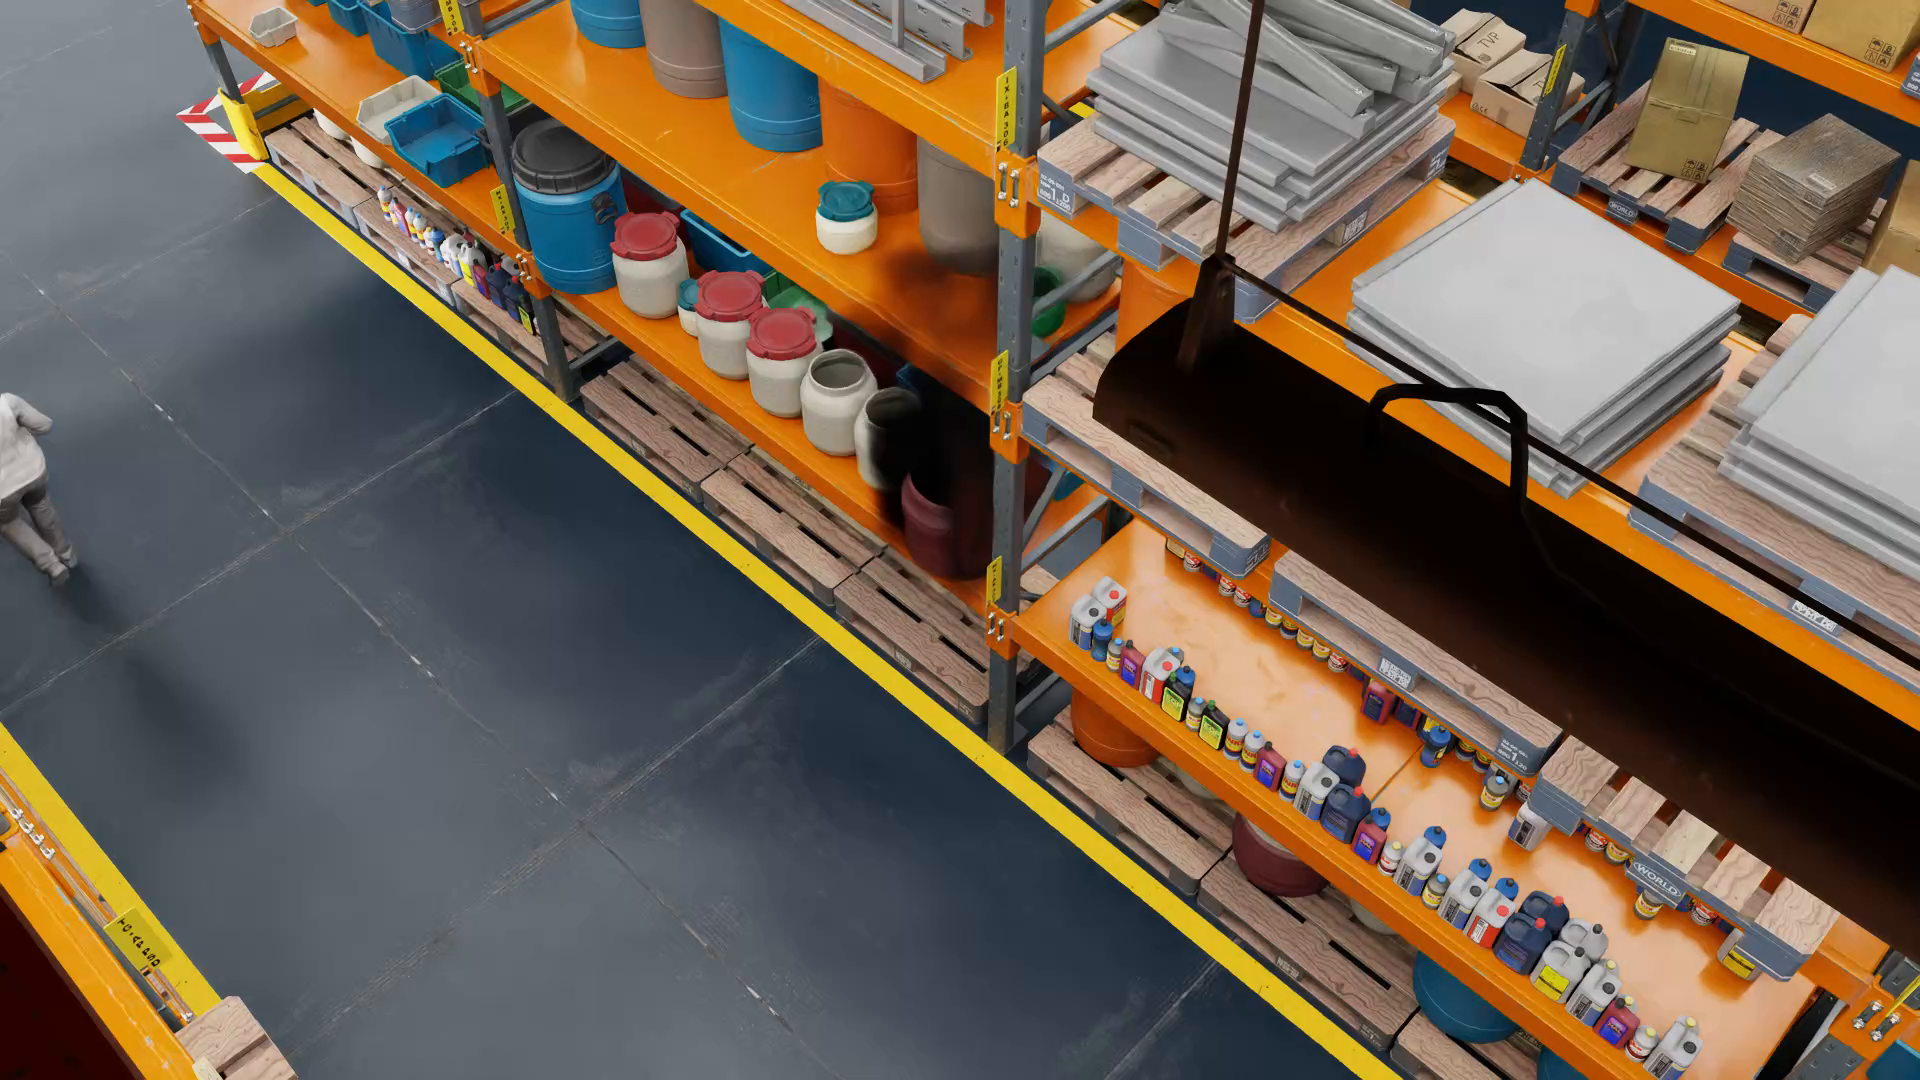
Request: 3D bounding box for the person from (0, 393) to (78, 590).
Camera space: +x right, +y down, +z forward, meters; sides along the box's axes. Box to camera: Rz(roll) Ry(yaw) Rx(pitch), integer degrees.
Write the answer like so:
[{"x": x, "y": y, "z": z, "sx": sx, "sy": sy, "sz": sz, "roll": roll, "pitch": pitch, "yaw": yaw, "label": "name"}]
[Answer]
[{"x": -5.443, "y": -0.372, "z": 9.532, "sx": 0.616, "sy": 1.720, "sz": 0.659, "roll": 34, "pitch": 58, "yaw": 25, "label": "person"}]
